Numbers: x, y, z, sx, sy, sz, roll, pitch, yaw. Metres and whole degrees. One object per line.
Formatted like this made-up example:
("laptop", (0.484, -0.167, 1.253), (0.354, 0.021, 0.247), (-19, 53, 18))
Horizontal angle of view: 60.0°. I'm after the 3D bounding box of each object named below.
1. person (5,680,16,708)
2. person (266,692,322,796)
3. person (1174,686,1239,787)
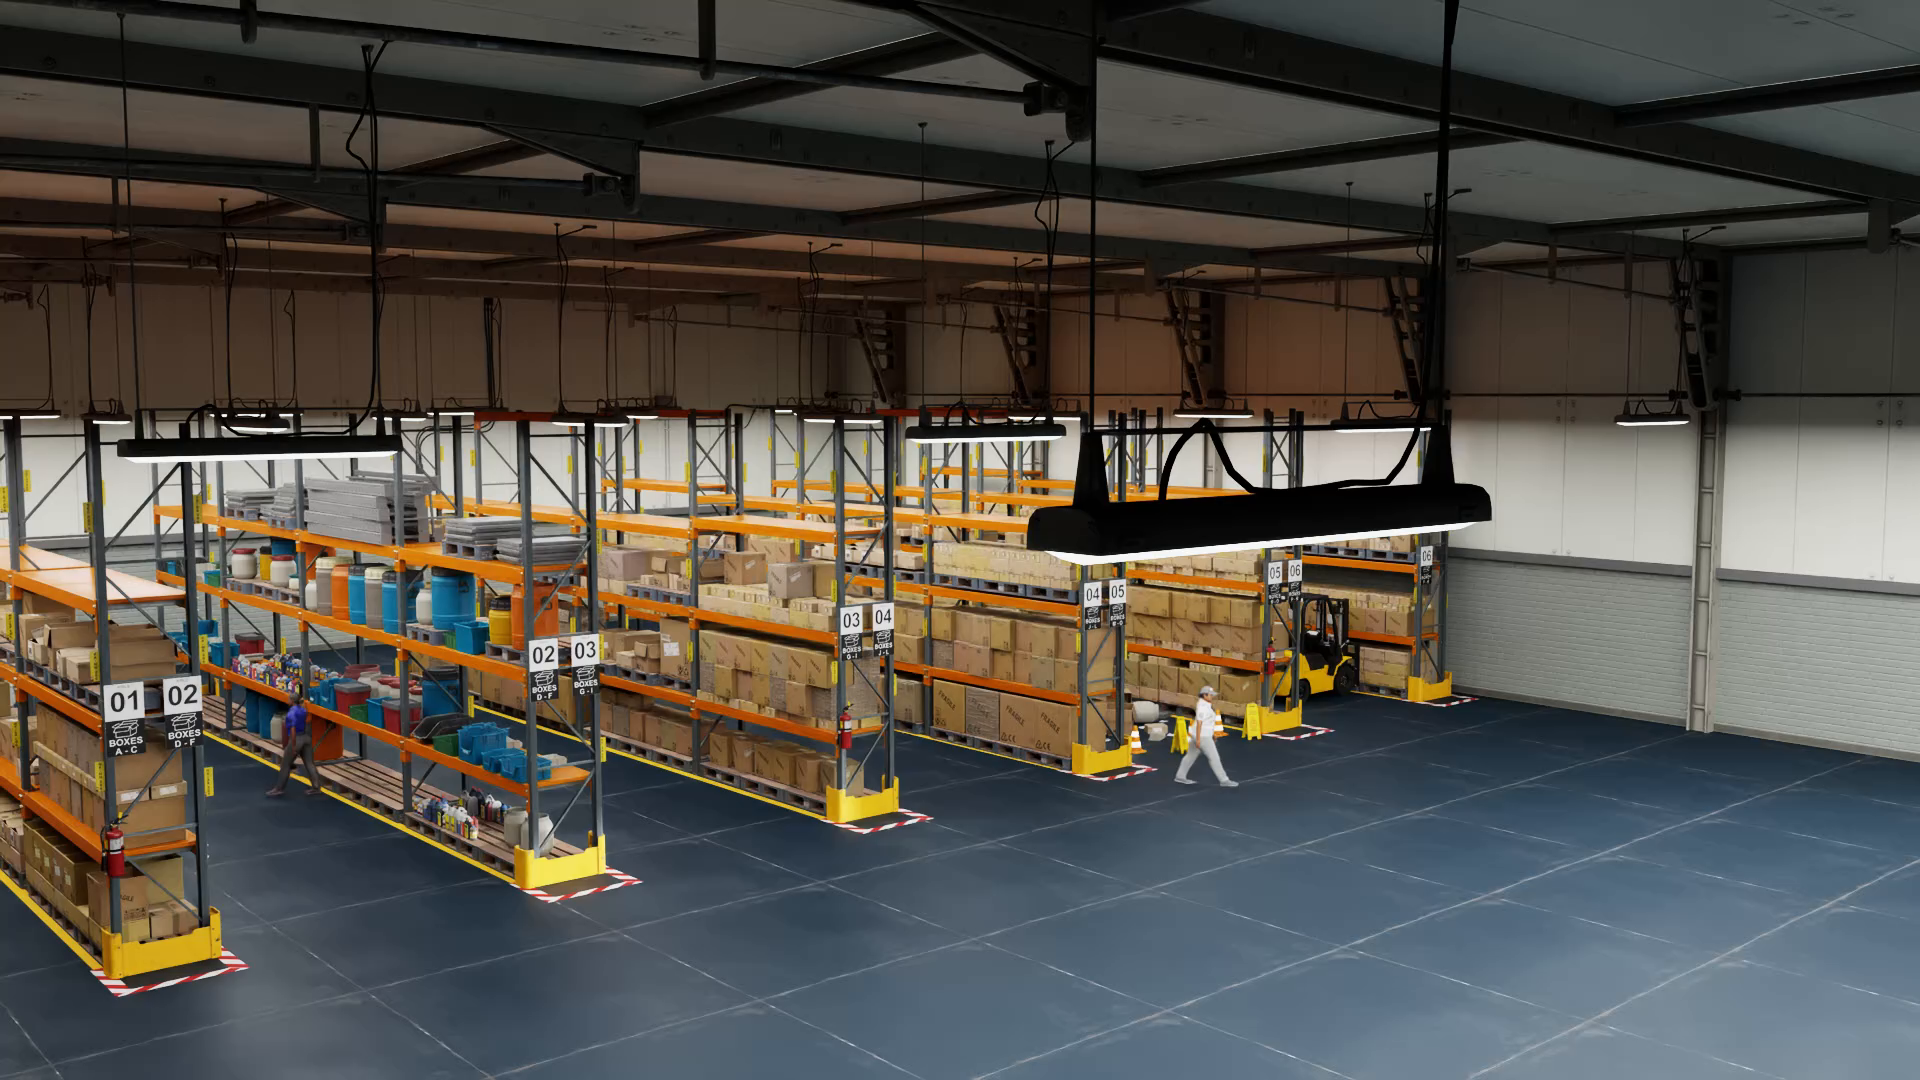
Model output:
("person", (-17.981, 2.759, 31.194), (0.617, 1.683, 0.632), (-3, 6, -32))
("person", (-10.478, 3.261, 26.195), (0.836, 1.502, 0.501), (2, 5, 19))
("person", (3.970, 3.153, 26.777), (0.988, 1.608, 0.529), (0, 5, 0))
